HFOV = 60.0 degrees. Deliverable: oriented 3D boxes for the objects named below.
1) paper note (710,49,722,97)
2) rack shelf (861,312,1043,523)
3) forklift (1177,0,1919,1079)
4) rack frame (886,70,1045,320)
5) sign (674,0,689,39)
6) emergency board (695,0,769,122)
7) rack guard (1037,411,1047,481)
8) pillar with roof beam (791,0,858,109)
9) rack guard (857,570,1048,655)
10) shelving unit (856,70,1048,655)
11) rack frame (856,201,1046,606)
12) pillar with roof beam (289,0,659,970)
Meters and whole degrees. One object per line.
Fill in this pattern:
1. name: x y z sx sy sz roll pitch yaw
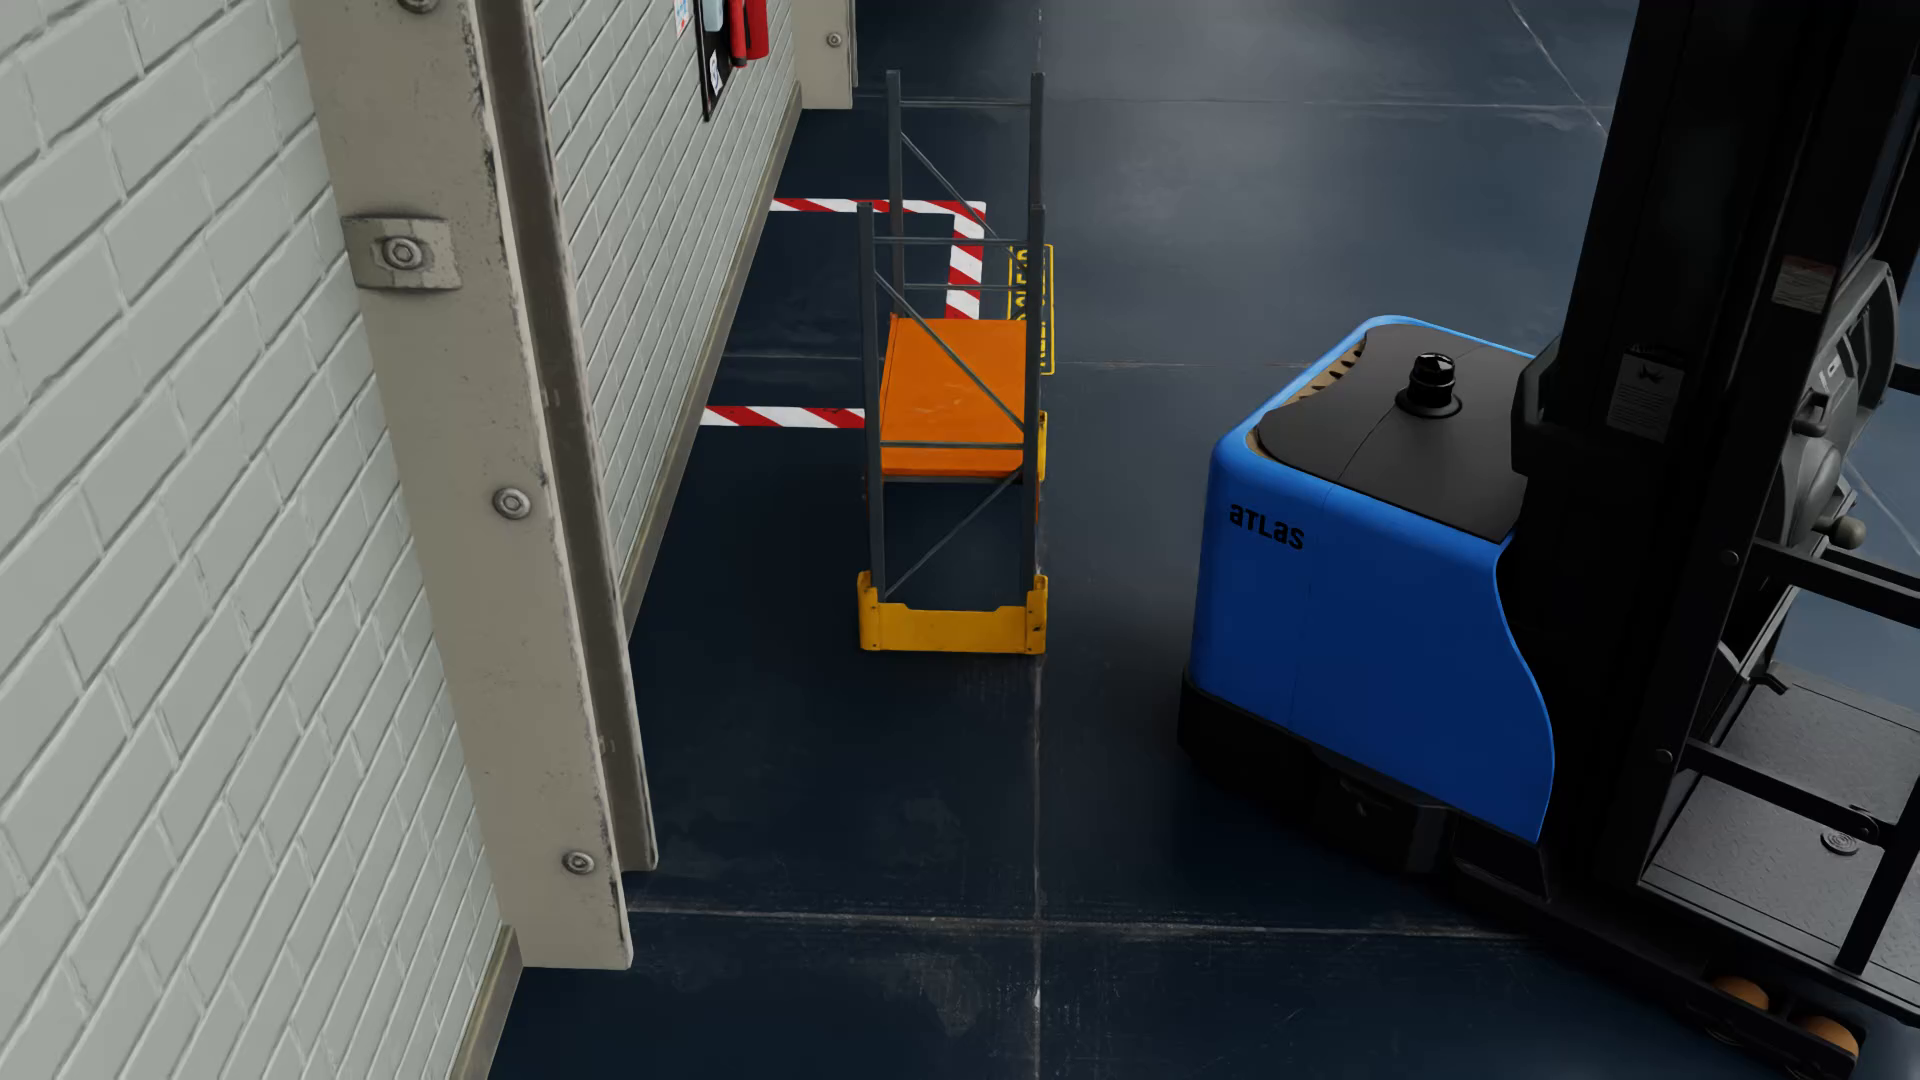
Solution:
1. paper note: -0.954 -1.826 6.506 0.016 0.148 0.142 1 35 2
2. rack shelf: -0.003 -0.417 5.352 0.538 0.185 1.000 1 35 2
3. forklift: 2.102 -0.260 3.571 3.031 2.935 1.130 24 42 30
4. rack frame: 0.017 -0.857 5.665 0.500 1.500 0.032 1 35 2
5. sign: -1.003 -1.986 5.936 0.001 0.329 0.234 1 35 2
6. emergency board: -0.878 -2.287 6.395 0.194 1.169 0.643 1 35 2
7. rack guard: 0.017 -0.345 6.023 0.587 0.250 0.087 1 35 2
8. pillar with roof beam: 3.561 -6.061 6.548 9.100 9.000 0.400 1 35 2
9. rack guard: -0.023 0.228 5.209 0.587 0.250 0.087 1 35 2
10. shelving unit: -0.003 -0.570 5.256 0.587 1.500 1.083 1 35 2
11. rack frame: -0.024 -0.273 4.833 0.500 1.500 0.032 1 35 2
12. pillar with roof beam: 3.320 -2.614 1.643 9.100 9.000 0.400 1 35 2
